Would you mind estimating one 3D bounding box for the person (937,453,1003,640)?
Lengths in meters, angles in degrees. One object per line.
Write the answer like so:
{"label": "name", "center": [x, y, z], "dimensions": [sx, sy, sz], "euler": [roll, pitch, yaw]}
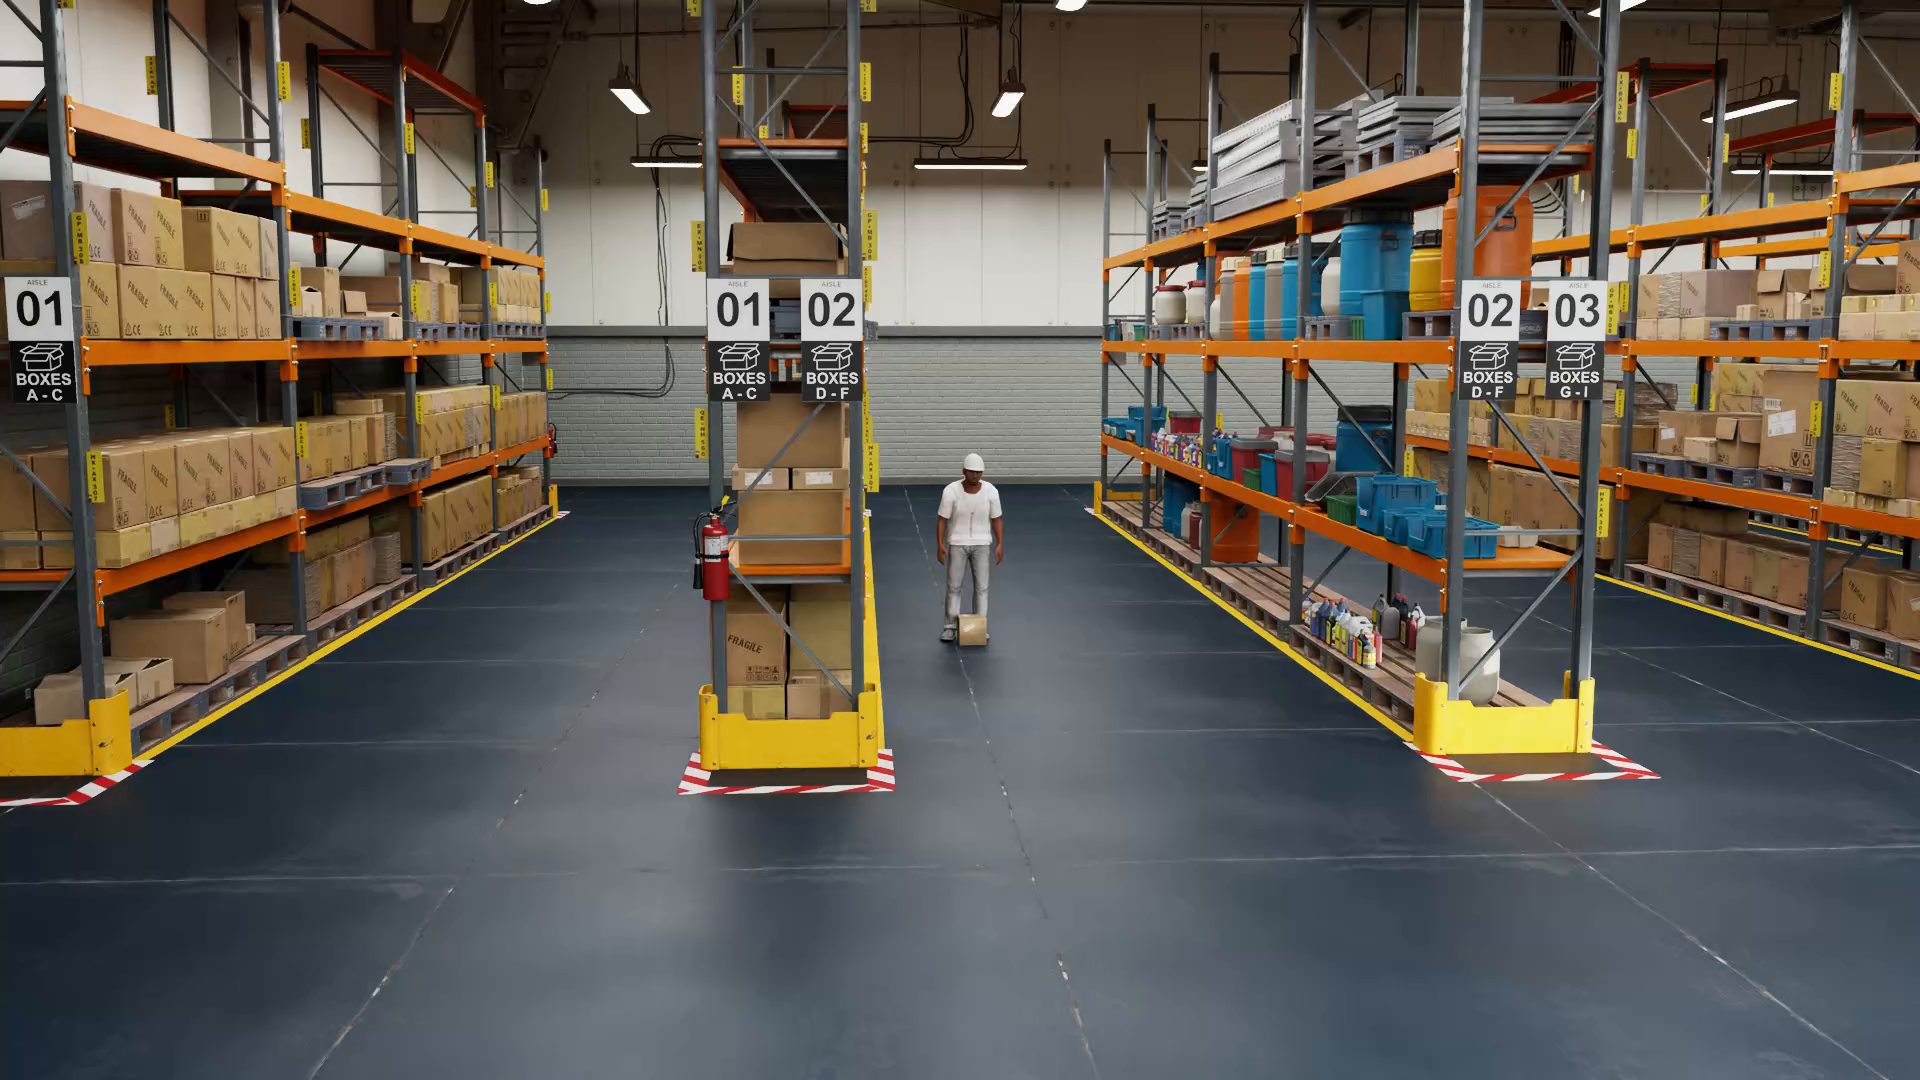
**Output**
{"label": "person", "center": [0.095, 0.062, 15.642], "dimensions": [0.635, 1.761, 0.454], "euler": [-1, 7, -7]}
